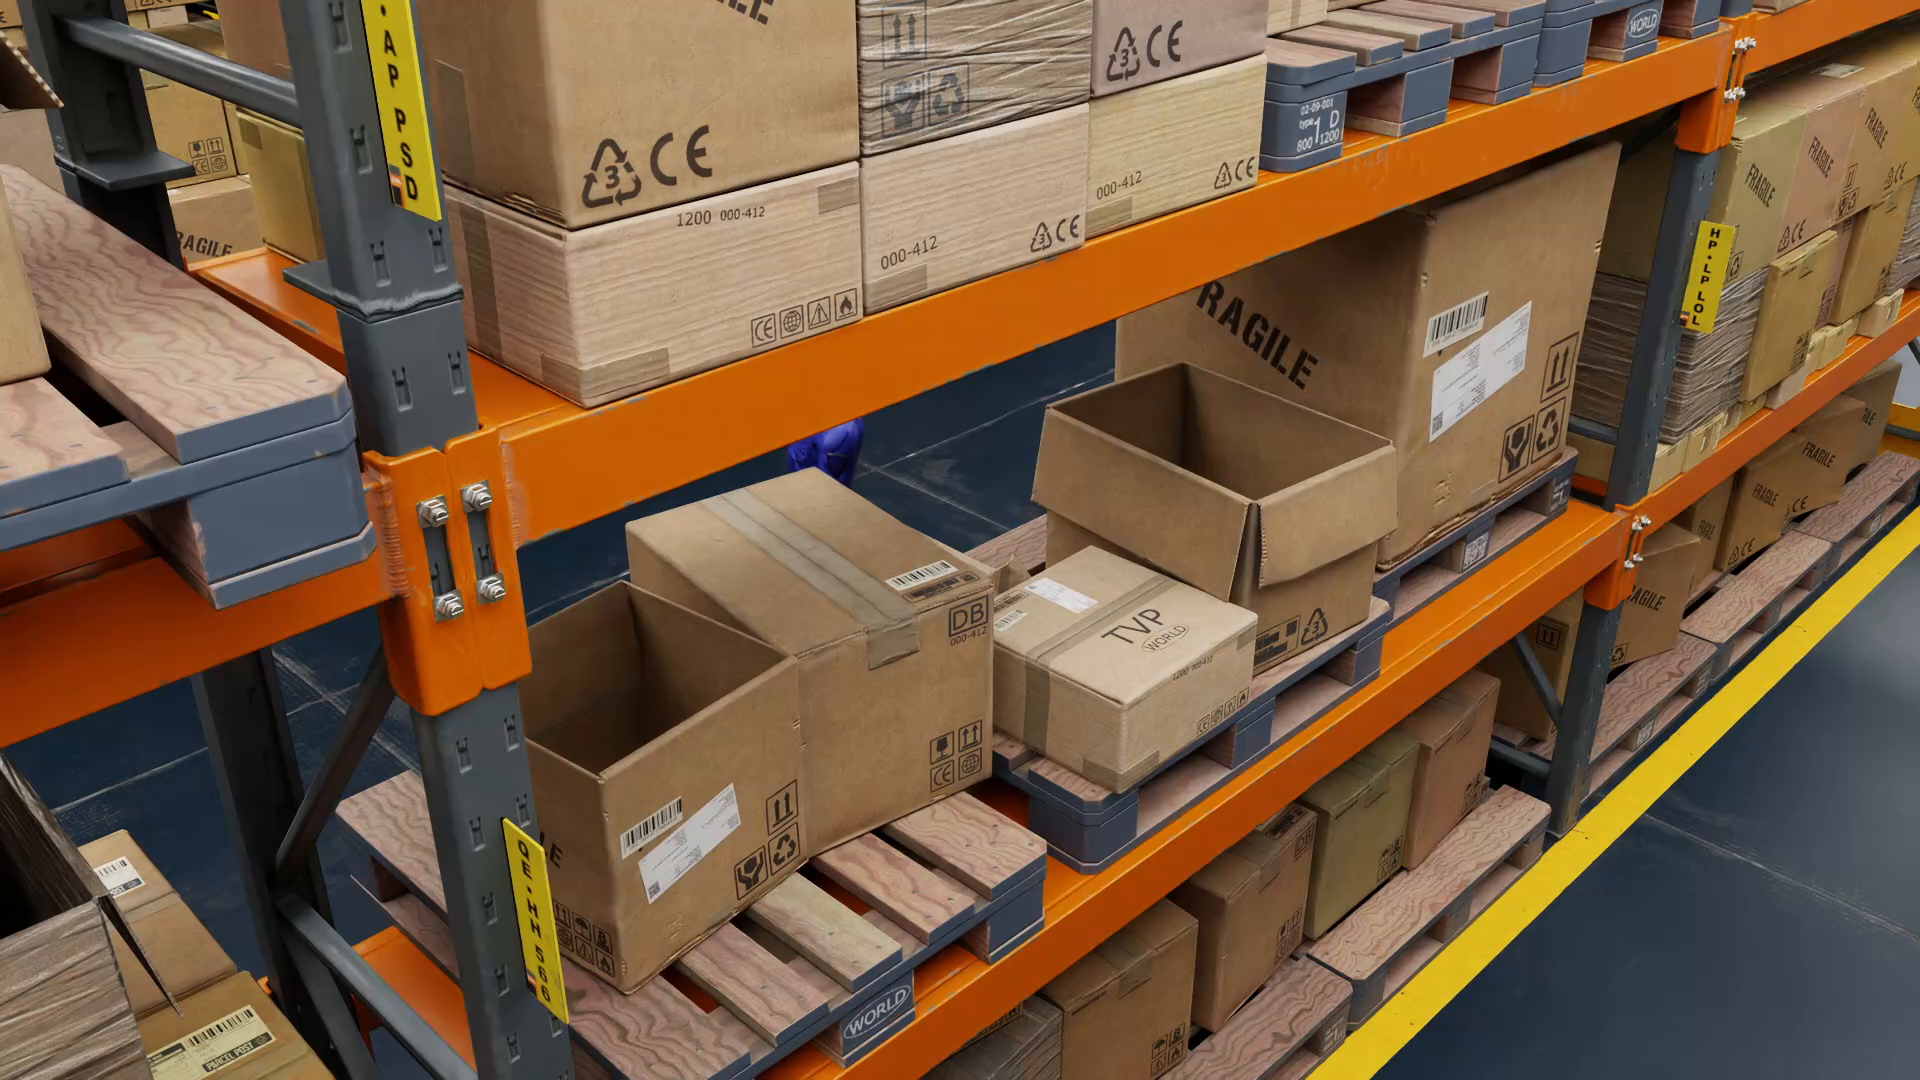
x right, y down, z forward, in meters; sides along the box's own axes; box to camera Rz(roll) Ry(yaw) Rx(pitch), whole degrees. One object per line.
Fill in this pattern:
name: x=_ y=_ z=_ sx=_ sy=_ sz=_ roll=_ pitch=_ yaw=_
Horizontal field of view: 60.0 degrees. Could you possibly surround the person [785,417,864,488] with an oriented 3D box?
person: x=-0.592 y=0.001 z=6.133 sx=0.514 sy=1.681 sz=0.497 roll=-5 pitch=28 yaw=-9
